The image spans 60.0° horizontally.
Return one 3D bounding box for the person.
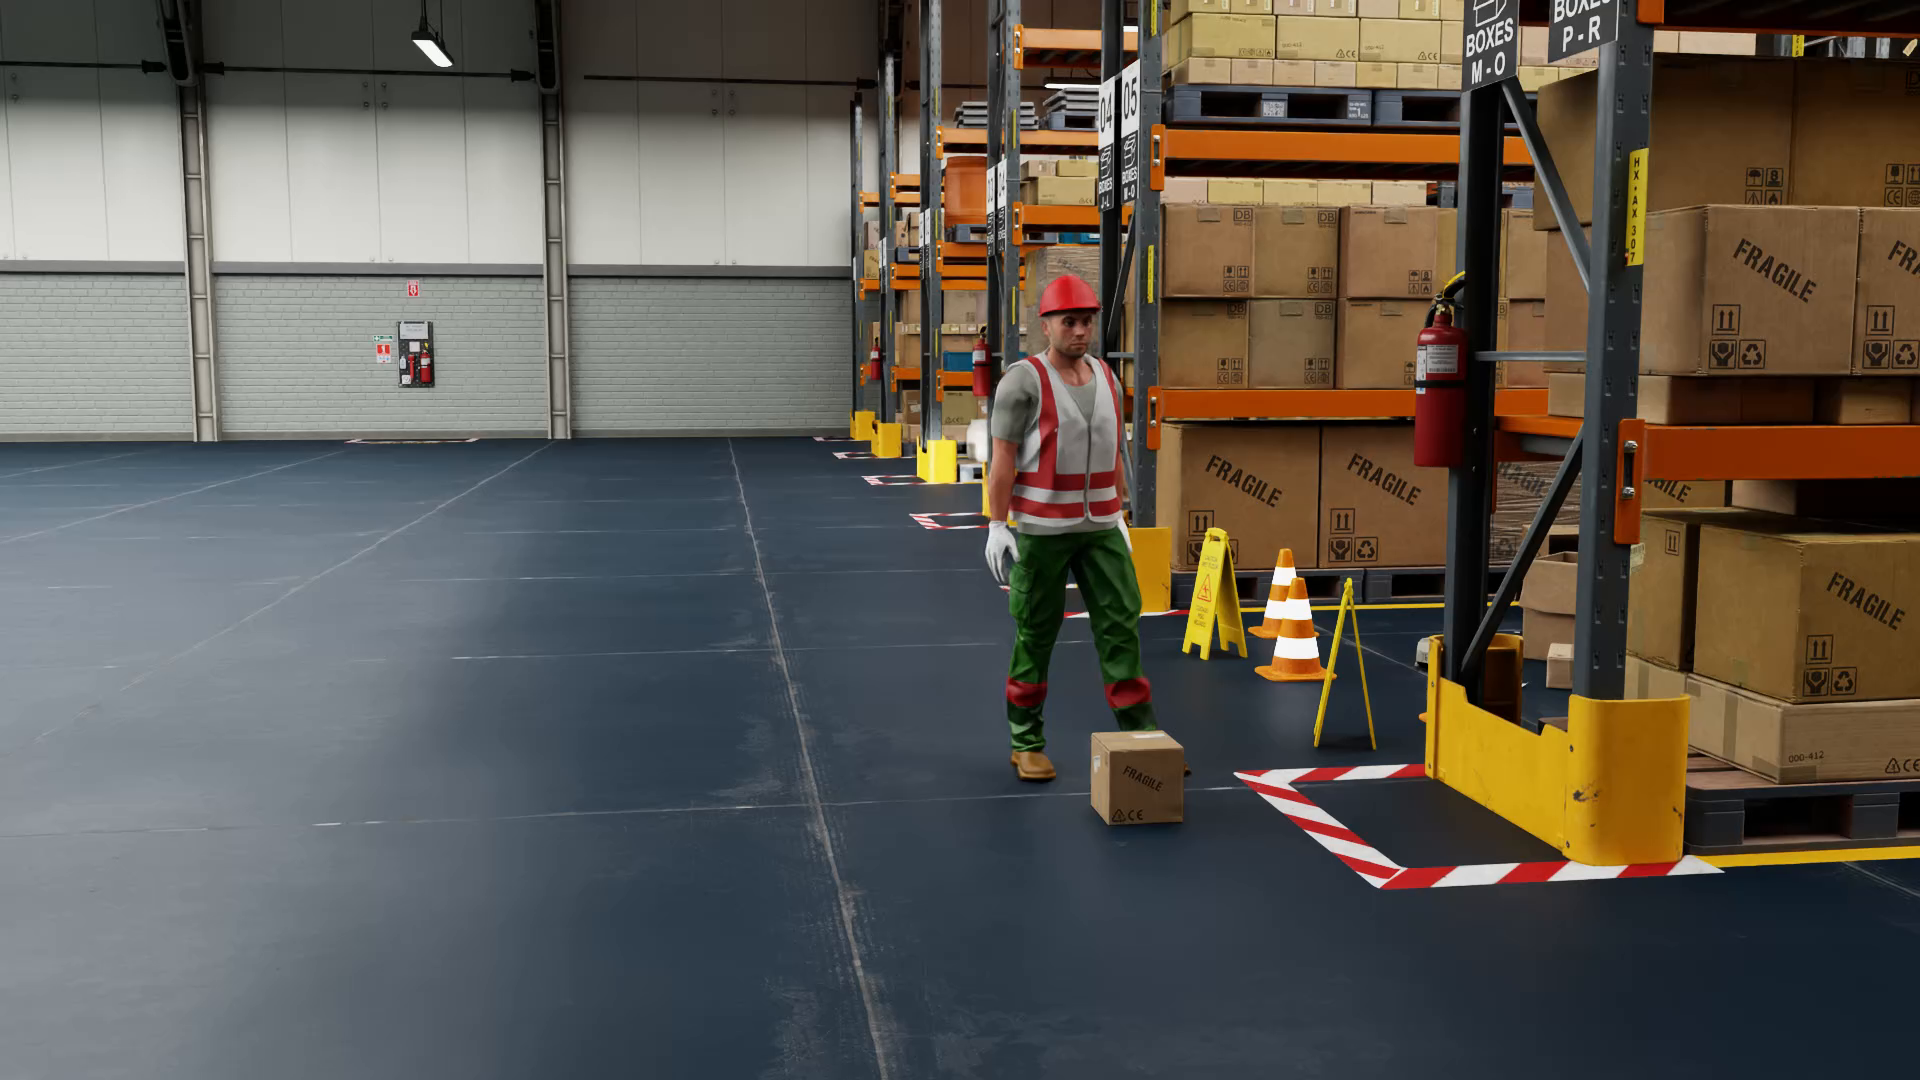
[{"bbox_3d":[0.430,-0.020,5.747,0.616,1.779,0.768,-3,7,-27],"label":"person"}]
